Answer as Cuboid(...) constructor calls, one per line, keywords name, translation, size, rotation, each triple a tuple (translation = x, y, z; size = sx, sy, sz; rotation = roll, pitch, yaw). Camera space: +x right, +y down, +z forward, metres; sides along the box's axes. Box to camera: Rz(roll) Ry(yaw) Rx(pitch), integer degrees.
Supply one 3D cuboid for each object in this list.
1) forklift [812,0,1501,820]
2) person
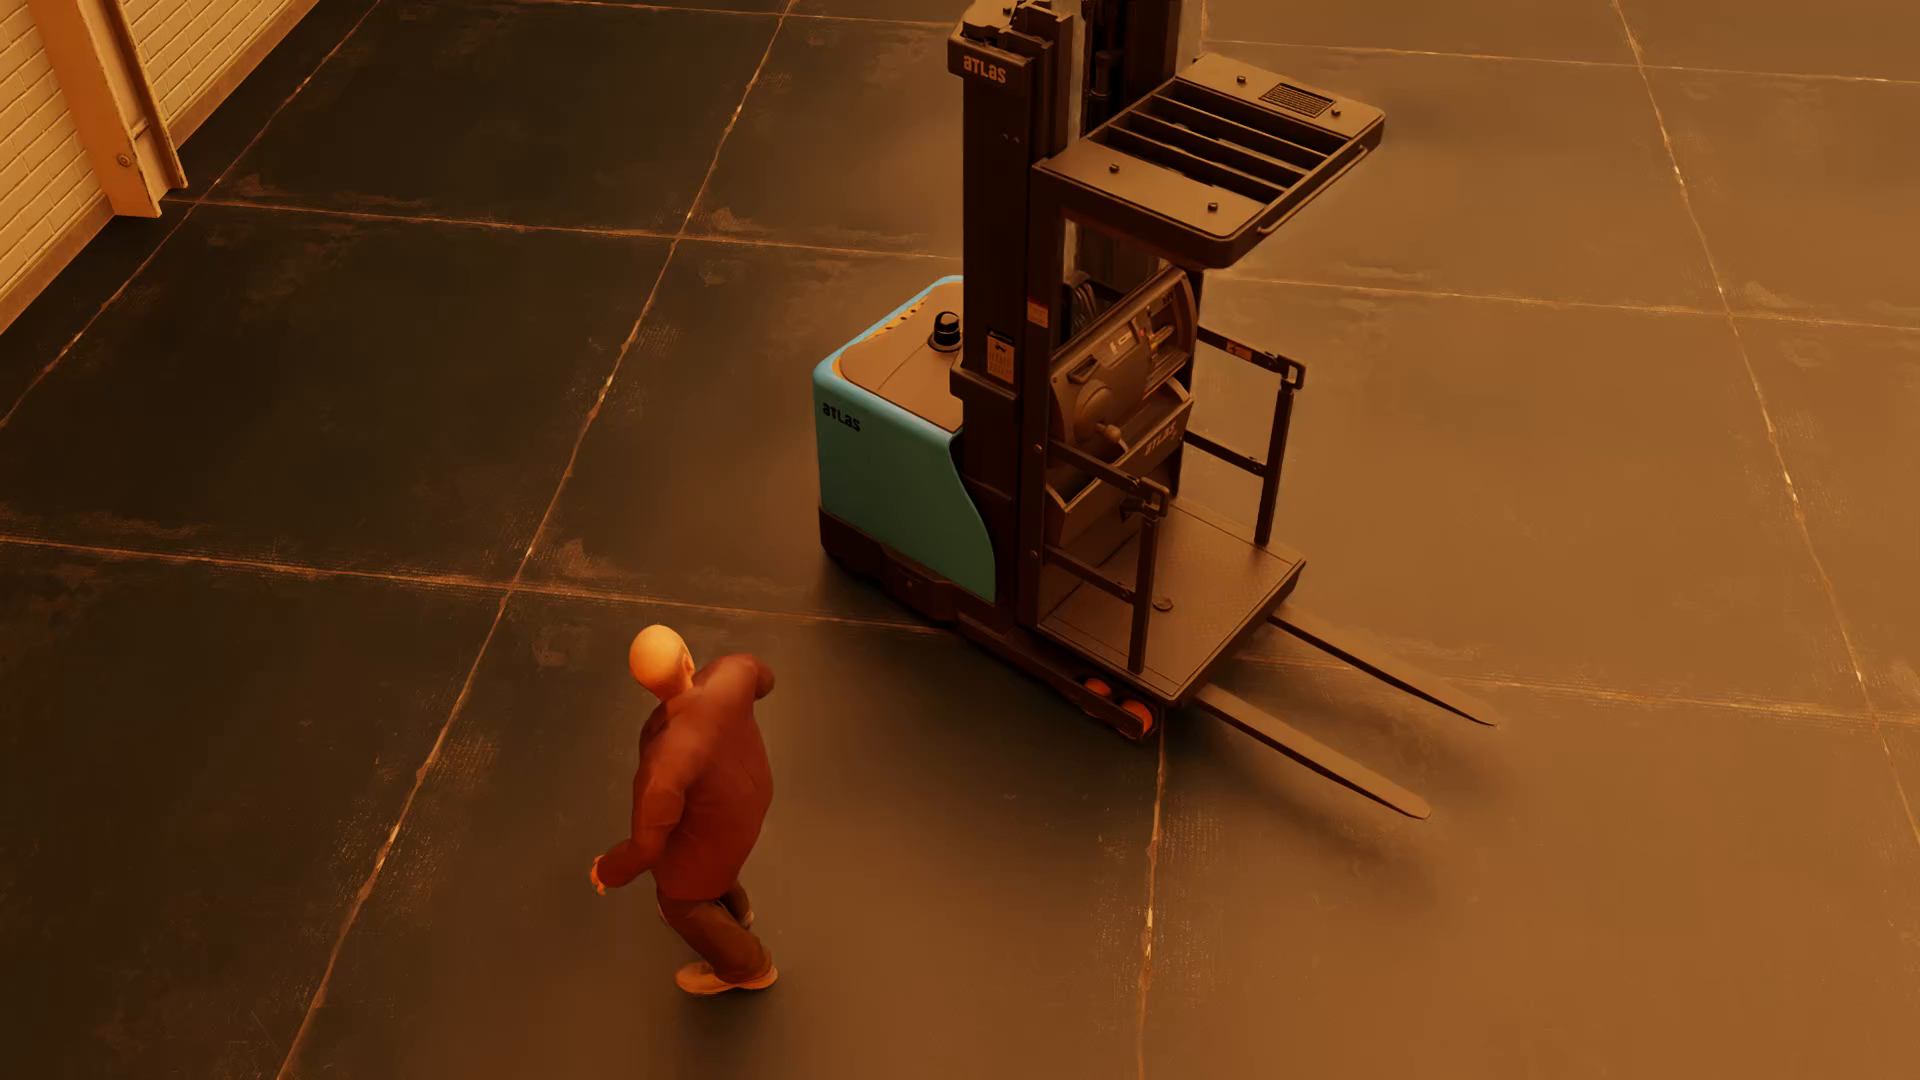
Cuboid(name="forklift", translation=(0.816, -0.655, 6.438), size=(3.031, 2.935, 1.130), rotation=(28, 50, 27))
Cuboid(name="person", translation=(-0.925, 0.919, 5.630), size=(0.548, 1.733, 0.808), rotation=(12, 44, 12))
